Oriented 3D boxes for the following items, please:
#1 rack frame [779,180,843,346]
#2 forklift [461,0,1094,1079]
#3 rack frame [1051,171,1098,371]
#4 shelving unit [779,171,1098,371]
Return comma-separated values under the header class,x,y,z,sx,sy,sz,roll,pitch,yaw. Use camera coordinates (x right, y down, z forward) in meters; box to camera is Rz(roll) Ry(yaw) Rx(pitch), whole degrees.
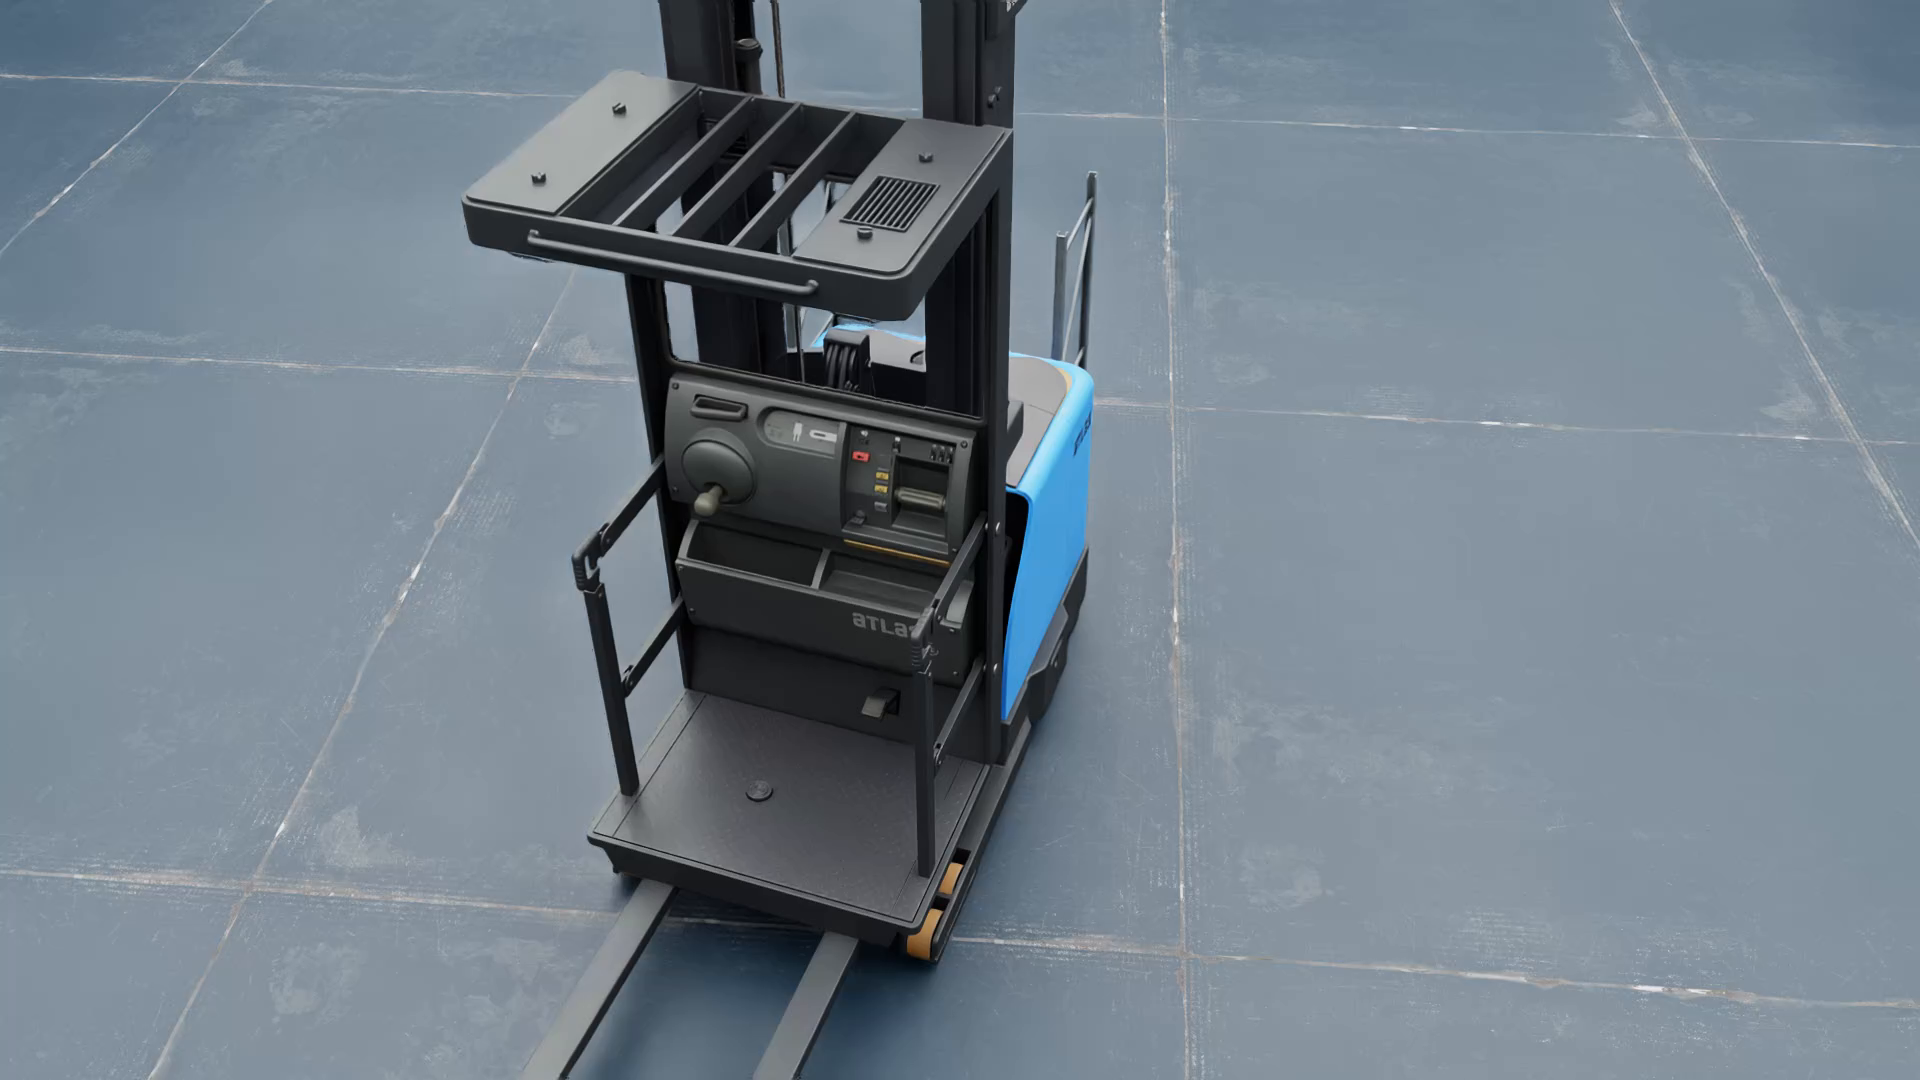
class,x,y,z,sx,sy,sz,roll,pitch,yaw
rack frame,-0.562,-0.783,6.524,0.032,1.500,0.500,11,40,13
forklift,-0.481,-0.131,4.589,1.130,2.935,3.031,12,41,15
rack frame,0.412,-0.599,6.298,0.032,1.500,0.500,11,40,13
shelving unit,-0.075,-0.691,6.411,1.048,1.500,0.538,11,40,13
